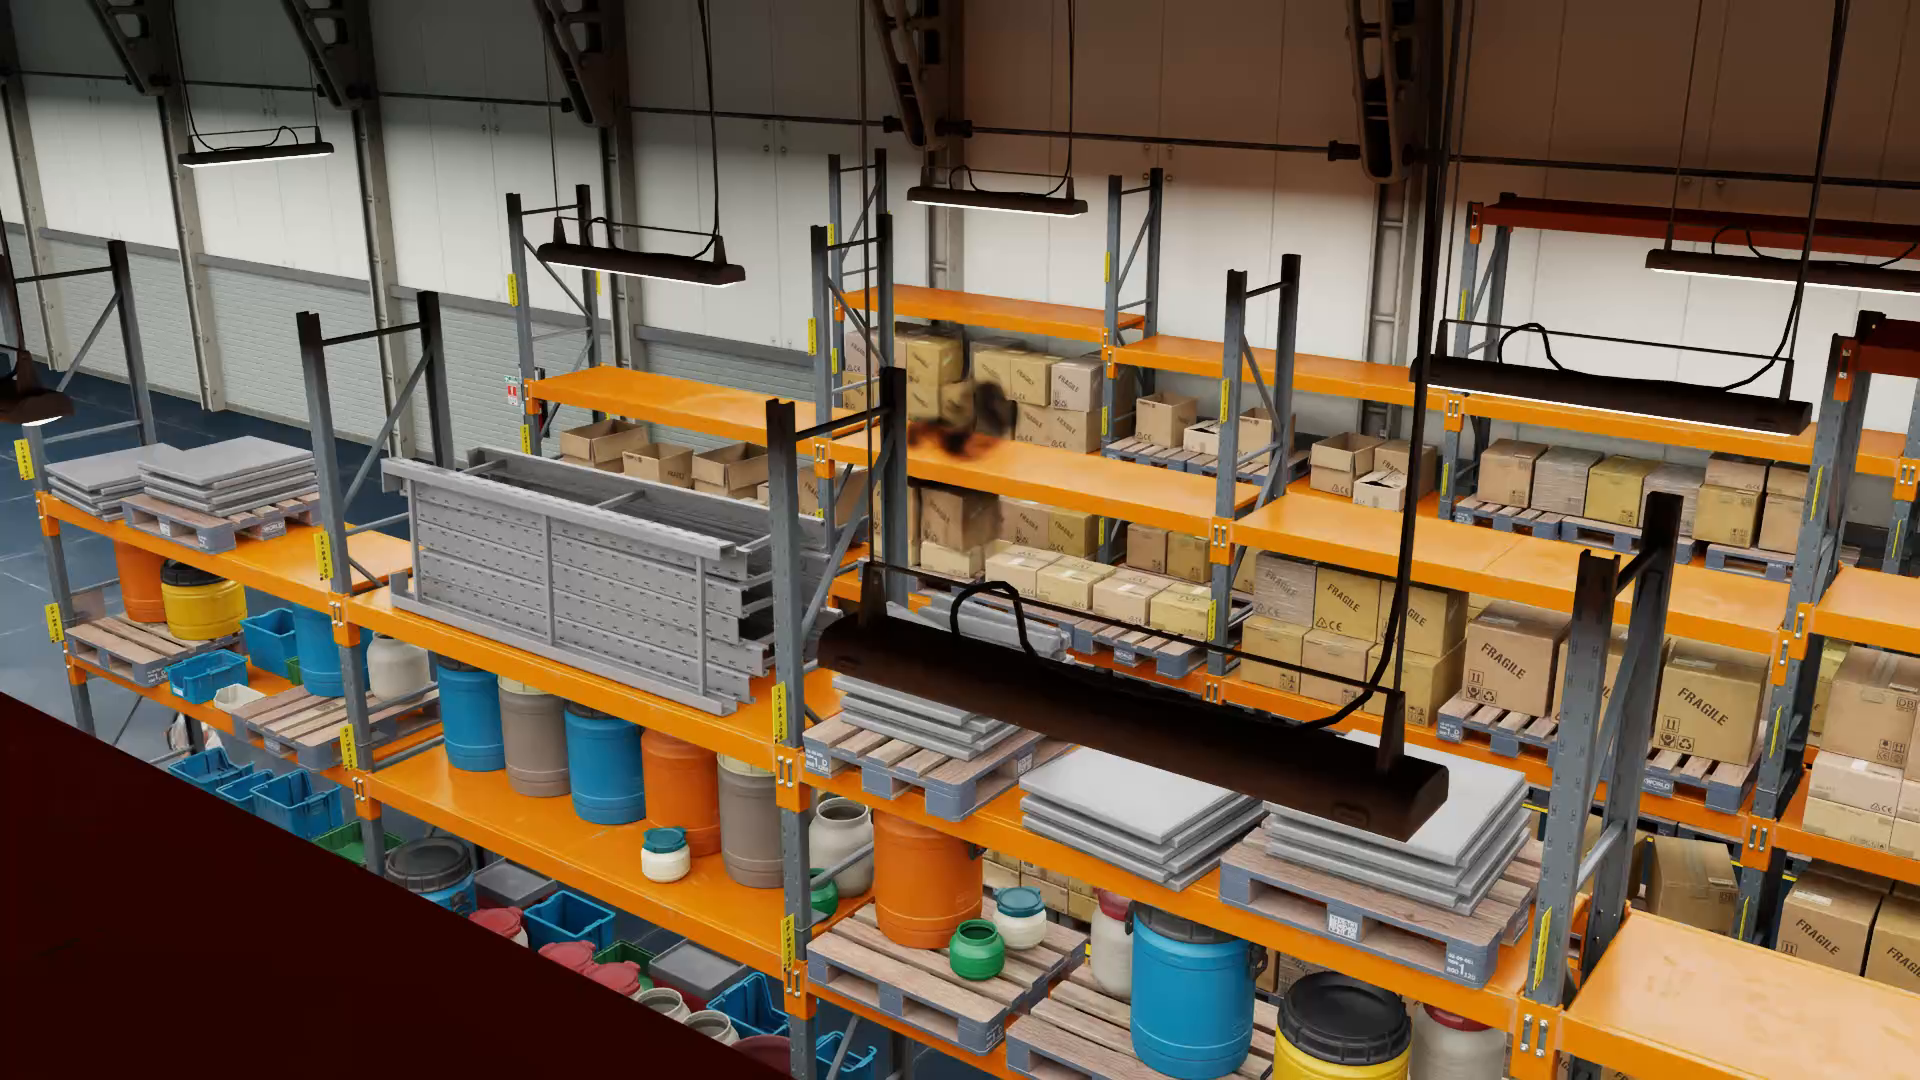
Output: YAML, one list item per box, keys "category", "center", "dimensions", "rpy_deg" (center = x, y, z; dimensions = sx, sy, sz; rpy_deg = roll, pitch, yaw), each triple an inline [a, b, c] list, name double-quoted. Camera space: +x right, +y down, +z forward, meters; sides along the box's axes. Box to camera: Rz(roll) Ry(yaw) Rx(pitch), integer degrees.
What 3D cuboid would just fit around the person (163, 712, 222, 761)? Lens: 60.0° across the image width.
- category: "person"
  center: [-7.332, 2.086, 16.046]
  dimensions: [0.877, 1.765, 0.682]
  rpy_deg: [-1, 18, -2]
